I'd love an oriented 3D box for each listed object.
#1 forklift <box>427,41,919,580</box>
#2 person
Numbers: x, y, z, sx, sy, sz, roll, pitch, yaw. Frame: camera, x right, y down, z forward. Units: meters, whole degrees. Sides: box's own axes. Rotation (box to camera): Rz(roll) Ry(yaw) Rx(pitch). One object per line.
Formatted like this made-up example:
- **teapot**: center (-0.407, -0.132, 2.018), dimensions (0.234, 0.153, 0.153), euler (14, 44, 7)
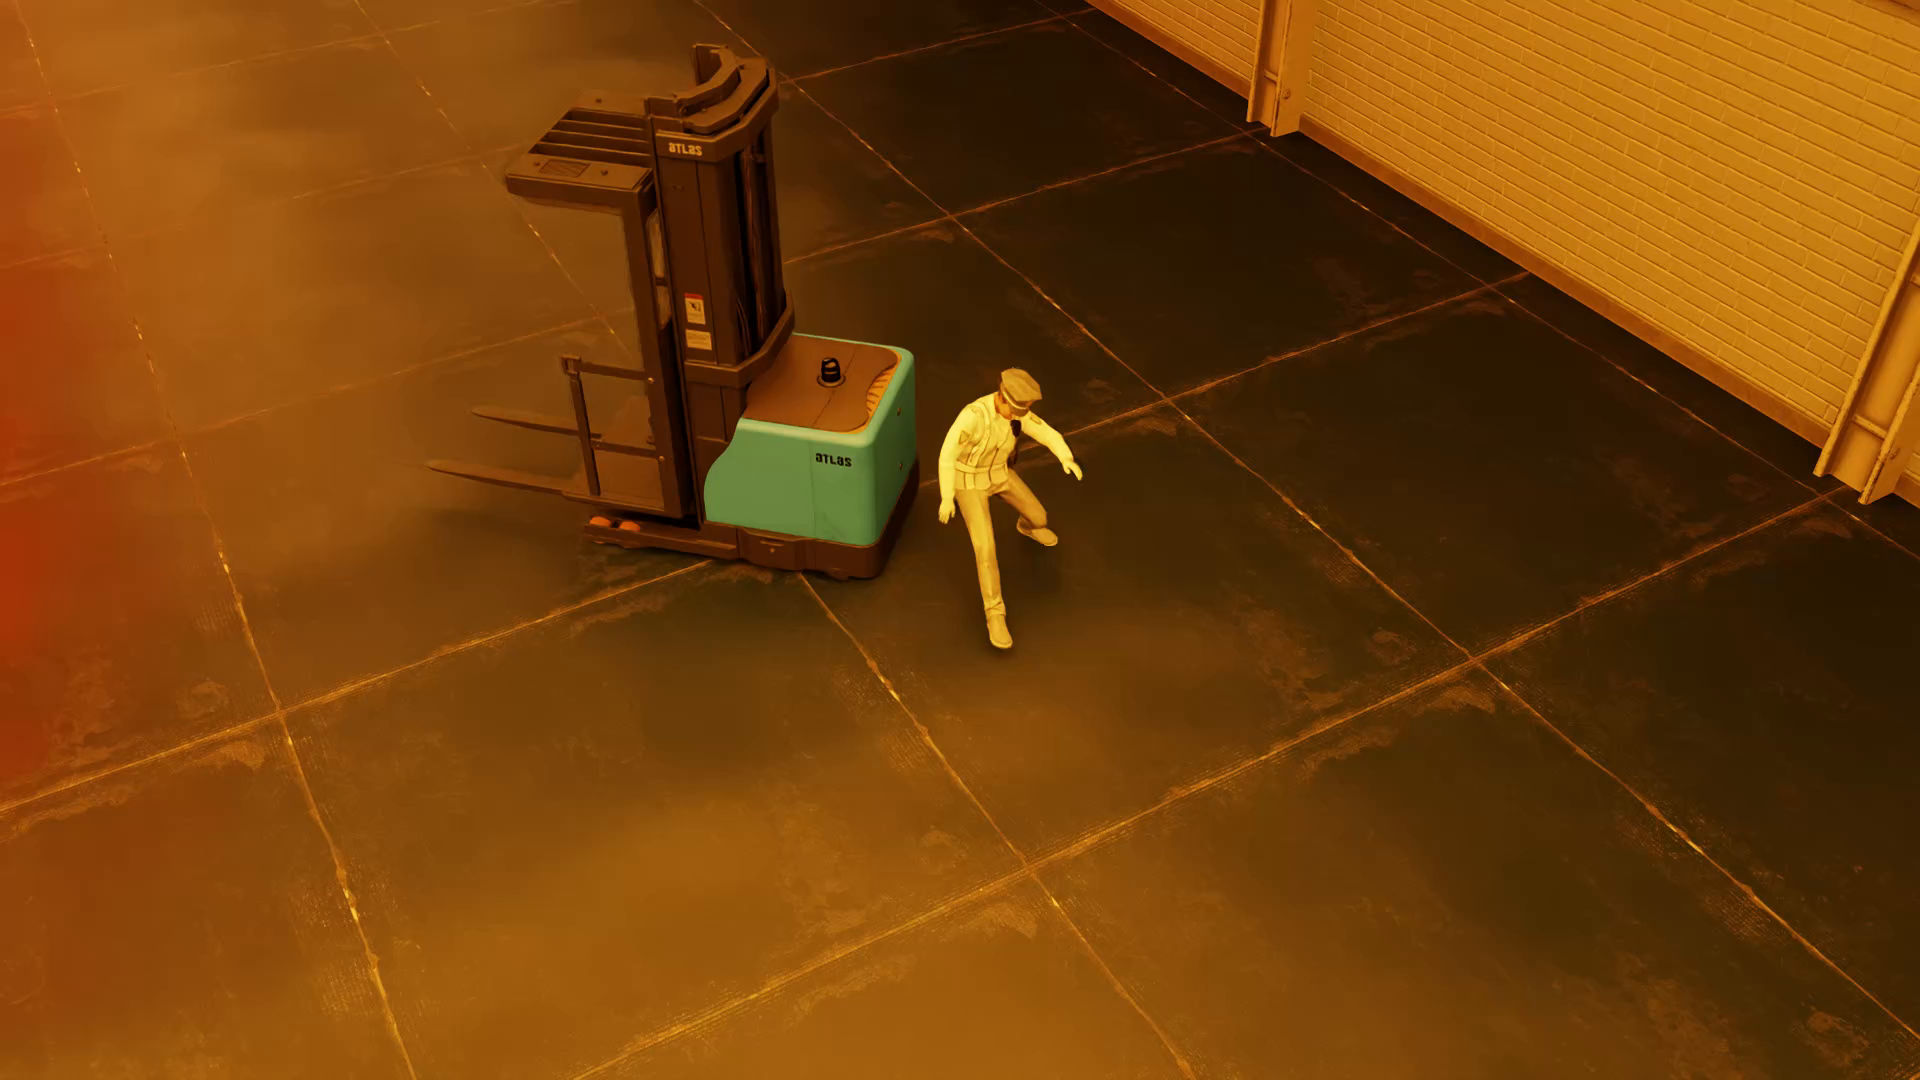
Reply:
- **forklift**: center (-1.835, -1.394, 9.716), dimensions (3.031, 2.935, 1.130), euler (9, 41, 11)
- **person**: center (0.355, -0.234, 9.522), dimensions (0.918, 1.438, 1.037), euler (-20, 44, -23)
